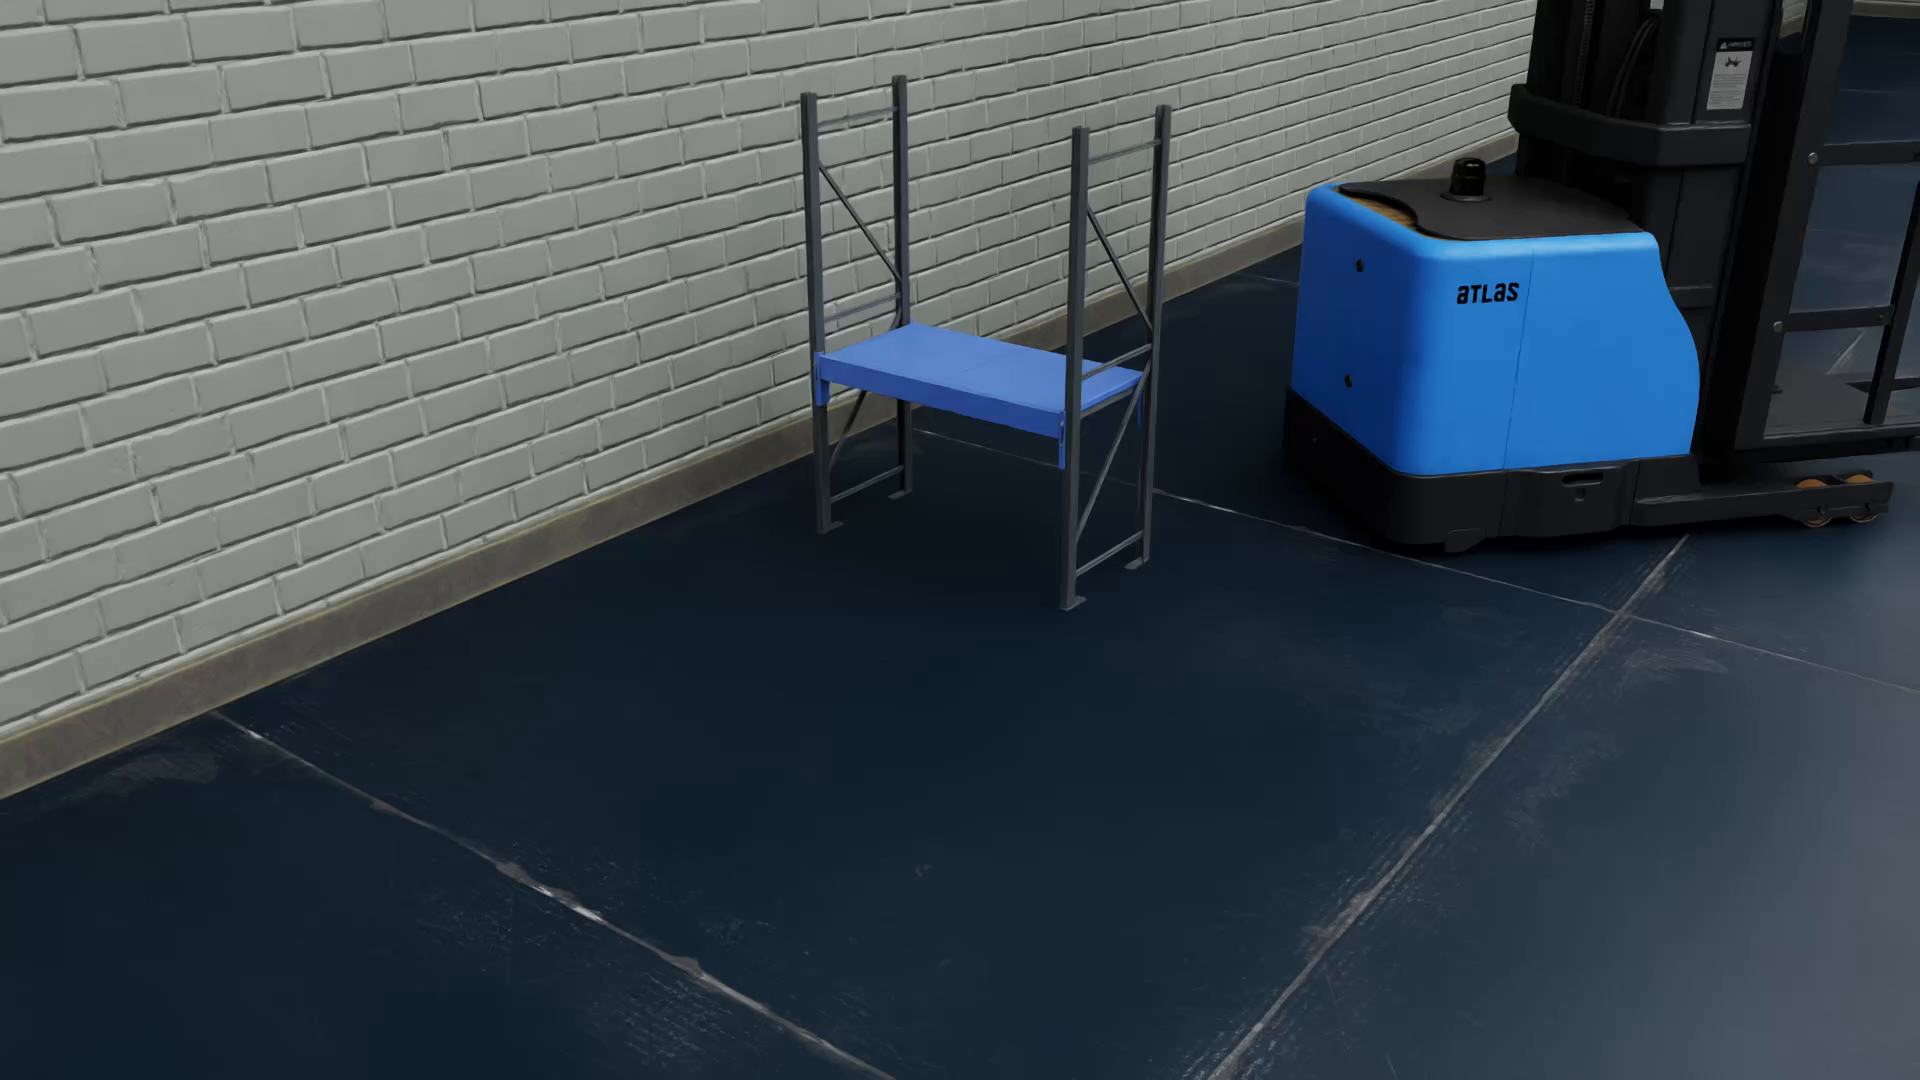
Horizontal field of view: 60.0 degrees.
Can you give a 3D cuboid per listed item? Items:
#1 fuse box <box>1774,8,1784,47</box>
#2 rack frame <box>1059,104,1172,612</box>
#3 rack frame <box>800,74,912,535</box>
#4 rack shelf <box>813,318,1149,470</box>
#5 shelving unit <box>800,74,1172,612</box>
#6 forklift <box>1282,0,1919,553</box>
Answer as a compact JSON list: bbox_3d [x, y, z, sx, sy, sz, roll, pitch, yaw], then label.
[{"bbox_3d":[8.551,-5.916,17.055,0.414,1.711,0.539,17,29,33],"label":"fuse box"},{"bbox_3d":[0.475,-0.543,5.122,0.032,1.500,0.500,17,29,33],"label":"rack frame"},{"bbox_3d":[-0.339,-0.789,5.680,0.032,1.500,0.500,17,29,33],"label":"rack frame"},{"bbox_3d":[0.068,-0.501,5.473,1.000,0.185,0.538,17,29,33],"label":"rack shelf"},{"bbox_3d":[0.068,-0.666,5.401,1.048,1.500,0.538,17,29,33],"label":"shelving unit"},{"bbox_3d":[2.808,-1.589,5.720,3.031,2.935,1.130,-5,24,-11],"label":"forklift"}]
